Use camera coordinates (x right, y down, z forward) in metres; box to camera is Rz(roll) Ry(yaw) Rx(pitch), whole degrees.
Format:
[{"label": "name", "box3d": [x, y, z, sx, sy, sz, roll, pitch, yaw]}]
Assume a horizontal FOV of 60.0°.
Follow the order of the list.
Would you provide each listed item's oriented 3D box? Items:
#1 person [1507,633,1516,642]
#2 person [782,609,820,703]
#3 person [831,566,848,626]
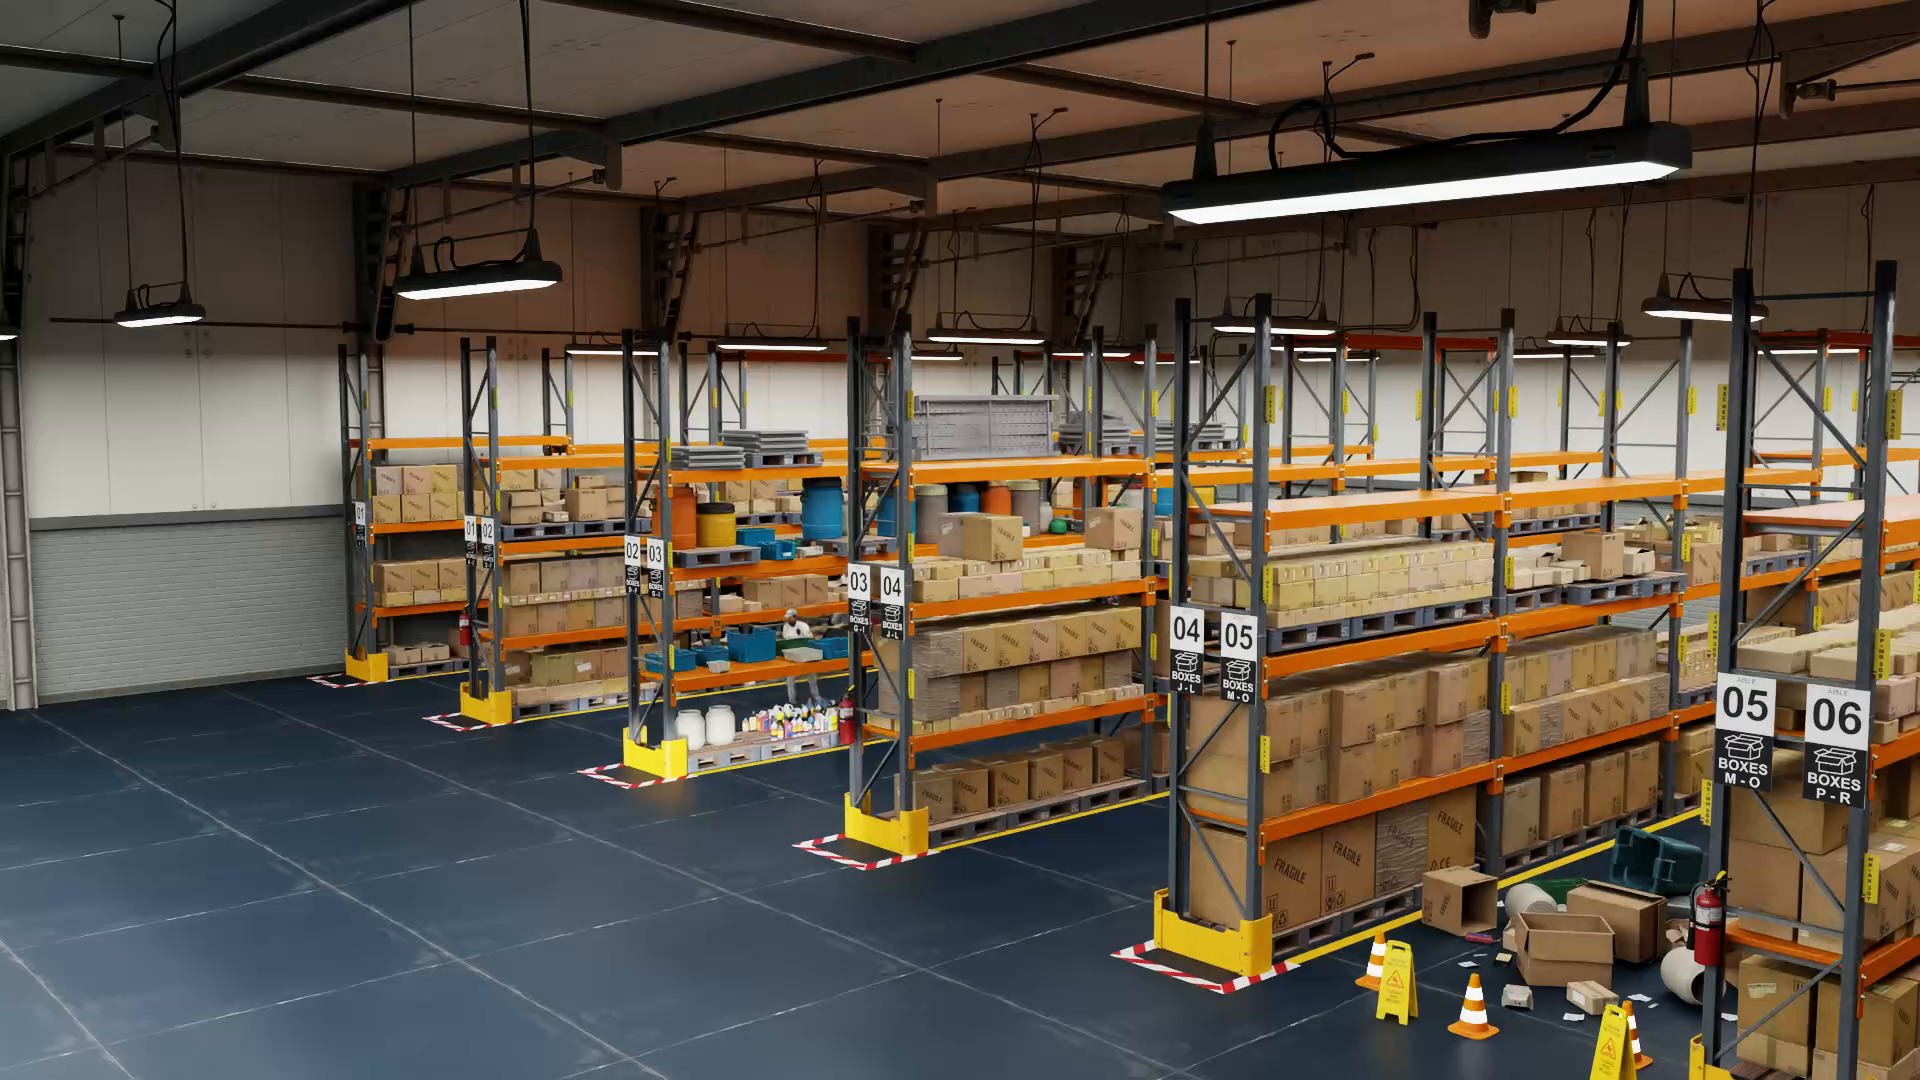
[{"label": "person", "box3d": [8.197, 2.145, 24.759, 0.769, 1.599, 0.585, -4, 6, -35]}, {"label": "person", "box3d": [-2.643, 1.943, 27.583, 0.633, 1.642, 0.818, 0, 5, 2]}, {"label": "person", "box3d": [-2.270, 1.326, 33.123, 0.654, 1.820, 0.725, 5, 7, 42]}]
